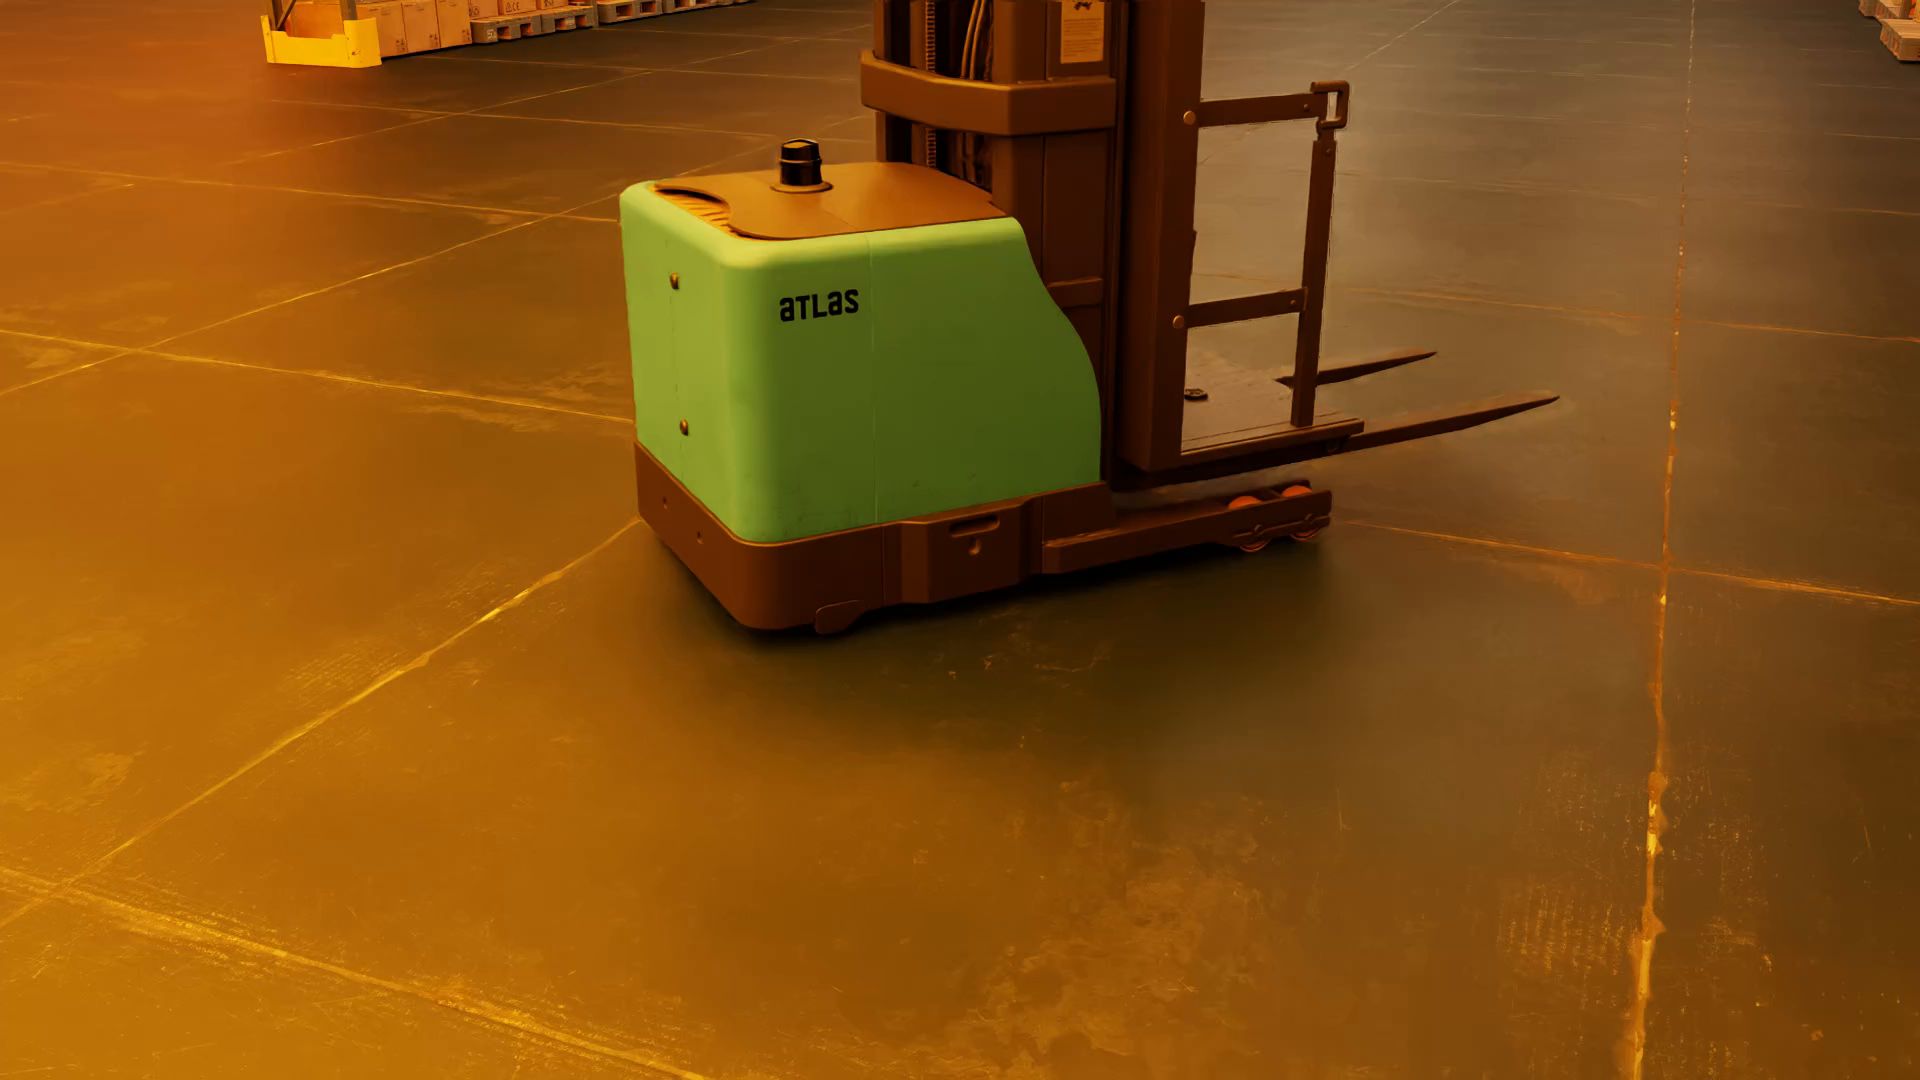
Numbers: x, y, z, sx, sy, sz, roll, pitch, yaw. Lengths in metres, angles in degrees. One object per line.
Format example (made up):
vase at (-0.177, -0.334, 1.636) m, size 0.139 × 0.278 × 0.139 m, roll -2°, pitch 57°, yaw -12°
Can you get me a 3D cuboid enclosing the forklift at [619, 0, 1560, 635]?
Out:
forklift at (0.560, -1.485, 4.845) m, size 3.031 × 2.935 × 1.130 m, roll -11°, pitch 25°, yaw -25°
